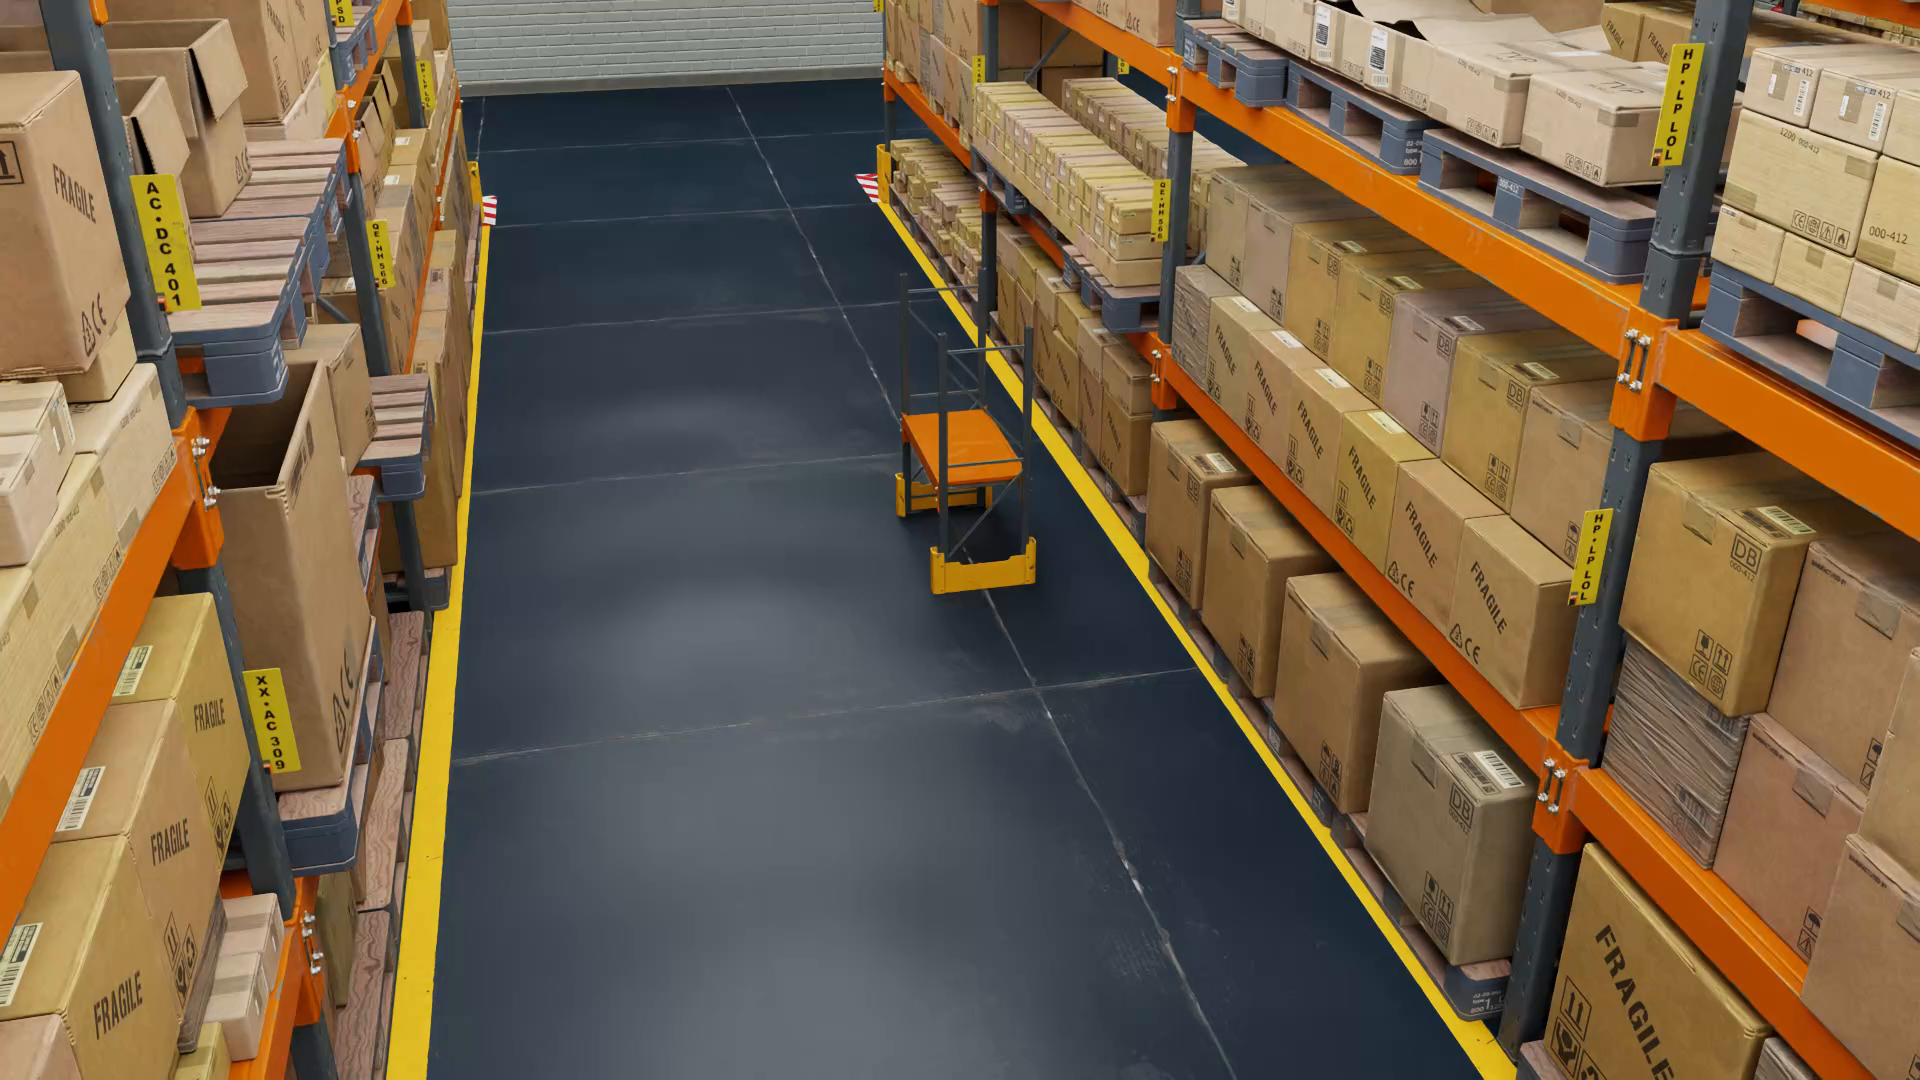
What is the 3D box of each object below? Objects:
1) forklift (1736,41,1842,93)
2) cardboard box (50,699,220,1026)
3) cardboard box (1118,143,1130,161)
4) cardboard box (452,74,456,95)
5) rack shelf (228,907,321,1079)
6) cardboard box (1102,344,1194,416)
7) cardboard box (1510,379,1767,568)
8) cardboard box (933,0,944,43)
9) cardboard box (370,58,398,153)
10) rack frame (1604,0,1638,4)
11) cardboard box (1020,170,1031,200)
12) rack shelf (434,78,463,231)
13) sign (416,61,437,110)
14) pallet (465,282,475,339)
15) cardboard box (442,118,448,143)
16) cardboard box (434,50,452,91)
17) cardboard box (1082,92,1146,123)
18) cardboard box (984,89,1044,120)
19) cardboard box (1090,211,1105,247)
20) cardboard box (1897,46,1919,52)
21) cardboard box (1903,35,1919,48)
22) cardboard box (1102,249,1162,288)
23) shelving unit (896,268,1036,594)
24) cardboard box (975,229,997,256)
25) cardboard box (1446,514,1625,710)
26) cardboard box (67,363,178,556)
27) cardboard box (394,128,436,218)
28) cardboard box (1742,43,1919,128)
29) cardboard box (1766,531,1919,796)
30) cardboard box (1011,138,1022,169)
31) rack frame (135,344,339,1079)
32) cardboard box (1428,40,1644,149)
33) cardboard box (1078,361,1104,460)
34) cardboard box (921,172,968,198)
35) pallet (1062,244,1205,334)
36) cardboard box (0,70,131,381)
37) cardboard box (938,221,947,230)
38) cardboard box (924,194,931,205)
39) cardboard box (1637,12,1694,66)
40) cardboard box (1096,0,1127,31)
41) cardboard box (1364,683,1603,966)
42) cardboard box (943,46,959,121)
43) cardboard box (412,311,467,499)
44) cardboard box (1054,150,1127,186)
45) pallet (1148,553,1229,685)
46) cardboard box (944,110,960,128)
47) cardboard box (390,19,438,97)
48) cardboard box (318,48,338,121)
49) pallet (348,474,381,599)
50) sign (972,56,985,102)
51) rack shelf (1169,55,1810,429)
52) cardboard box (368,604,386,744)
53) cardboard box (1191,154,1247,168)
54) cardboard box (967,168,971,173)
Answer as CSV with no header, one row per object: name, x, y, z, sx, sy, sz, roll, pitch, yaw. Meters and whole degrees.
forklift,4.349,-0.834,8.150,3.031,2.935,1.130,12,29,23
cardboard box,-1.903,0.701,3.481,0.500,0.500,0.500,-6,27,-12
cardboard box,1.249,-2.510,10.877,0.380,0.149,0.250,-6,27,-11
cardboard box,-4.629,-3.983,14.591,0.380,0.149,0.250,-6,27,-11
rack shelf,-1.936,2.135,2.989,1.077,0.370,4.000,-6,27,-12
cardboard box,1.158,-0.959,9.797,0.500,0.250,0.500,-7,28,-13
cardboard box,2.351,-0.232,5.659,0.700,0.500,0.500,-6,27,-12
cardboard box,0.073,-4.291,13.371,0.500,0.500,0.500,-5,27,-10
cardboard box,-4.037,-2.789,10.722,0.797,0.503,0.637,-7,28,-13
rack frame,5.466,-3.582,13.518,1.000,3.000,0.127,-6,27,-12
cardboard box,0.606,-2.318,10.827,0.380,0.149,0.250,-6,27,-13
rack shelf,-4.640,-3.133,13.426,1.077,0.370,4.000,-6,27,-12
sign,-3.663,-3.117,11.399,0.100,0.325,0.005,-6,27,-12
pallet,-4.284,-1.673,12.830,1.003,0.211,1.213,-6,27,-12
cardboard box,-4.224,-3.196,13.033,0.380,0.149,0.250,-6,27,-11
cardboard box,-4.609,-3.989,14.161,0.500,0.250,0.500,-6,27,-12
cardboard box,1.064,-2.988,11.494,0.380,0.149,0.250,-7,28,-13
cardboard box,0.375,-3.035,11.586,0.380,0.149,0.250,-5,27,-10
cardboard box,0.951,-1.775,9.421,0.380,0.149,0.250,-5,27,-10
cardboard box,6.272,-3.004,11.152,0.500,0.500,0.500,-5,27,-10
cardboard box,9.527,-4.876,16.360,0.380,0.149,0.250,-5,27,-10
cardboard box,1.008,-1.525,9.254,0.380,0.149,0.250,-5,27,-11
shelving unit,0.017,-0.636,9.346,0.587,1.500,1.083,-6,27,-12
cardboard box,0.332,-2.345,13.106,0.380,0.149,0.250,-5,27,-10
cardboard box,2.091,0.230,5.854,0.500,0.500,0.500,-6,27,-12
cardboard box,-2.029,-0.163,3.581,0.500,0.250,0.500,-5,27,-10
cardboard box,-3.818,-2.443,11.150,0.500,0.500,0.500,-6,27,-11
cardboard box,2.220,-1.144,4.176,0.380,0.149,0.250,-6,27,-11
cardboard box,2.756,0.323,4.417,0.875,0.550,0.550,-6,27,-12
cardboard box,0.548,-2.565,10.985,0.380,0.149,0.250,-5,27,-10
rack frame,-2.386,0.936,4.567,1.000,3.000,0.127,-6,27,-12
cardboard box,1.976,-1.547,5.747,0.500,0.250,0.500,-6,27,-12
cardboard box,1.051,-0.842,10.396,0.500,0.500,0.500,-5,27,-10
cardboard box,-0.133,-3.131,14.663,0.380,0.149,0.250,-6,27,-11
pallet,1.303,-1.496,9.597,1.213,0.211,1.003,-6,27,-12
cardboard box,-2.037,-0.632,3.348,0.500,0.500,0.500,-7,28,-13
cardboard box,0.019,-2.663,14.396,0.380,0.149,0.250,-5,27,-11
cardboard box,-0.115,-3.128,14.986,0.380,0.149,0.250,-7,28,-14
cardboard box,5.427,-3.630,12.393,0.500,0.500,0.500,-6,27,-12
cardboard box,1.066,-3.106,9.135,0.500,0.500,0.500,-6,27,-12
cardboard box,2.241,1.030,6.411,1.050,0.750,0.750,-6,27,-12
cardboard box,0.166,-3.624,13.161,0.500,0.500,0.500,-7,28,-13
cardboard box,-3.616,-0.756,9.811,1.225,0.875,0.875,-6,27,-11
cardboard box,0.784,-2.238,10.007,0.380,0.149,0.250,-6,27,-12
pallet,1.672,0.319,8.883,1.003,0.211,1.213,-6,27,-12
cardboard box,0.083,-3.482,13.599,0.380,0.149,0.250,-7,28,-14
cardboard box,-4.273,-3.658,12.672,0.500,0.500,0.500,-7,28,-13
cardboard box,-2.942,-1.908,7.039,0.500,0.250,0.500,-6,27,-11
pallet,-2.802,0.130,6.375,1.003,0.211,1.213,-6,27,-12
sign,0.139,-3.363,12.124,0.100,0.325,0.005,-6,27,-12
rack shelf,2.018,-1.419,6.702,1.077,0.370,4.000,-6,27,-12
cardboard box,-2.980,0.634,7.451,0.700,0.500,0.500,-8,28,-16
cardboard box,1.479,-2.185,9.902,0.380,0.149,0.250,-7,28,-14
cardboard box,0.280,-3.408,15.541,0.380,0.149,0.250,-7,28,-14
